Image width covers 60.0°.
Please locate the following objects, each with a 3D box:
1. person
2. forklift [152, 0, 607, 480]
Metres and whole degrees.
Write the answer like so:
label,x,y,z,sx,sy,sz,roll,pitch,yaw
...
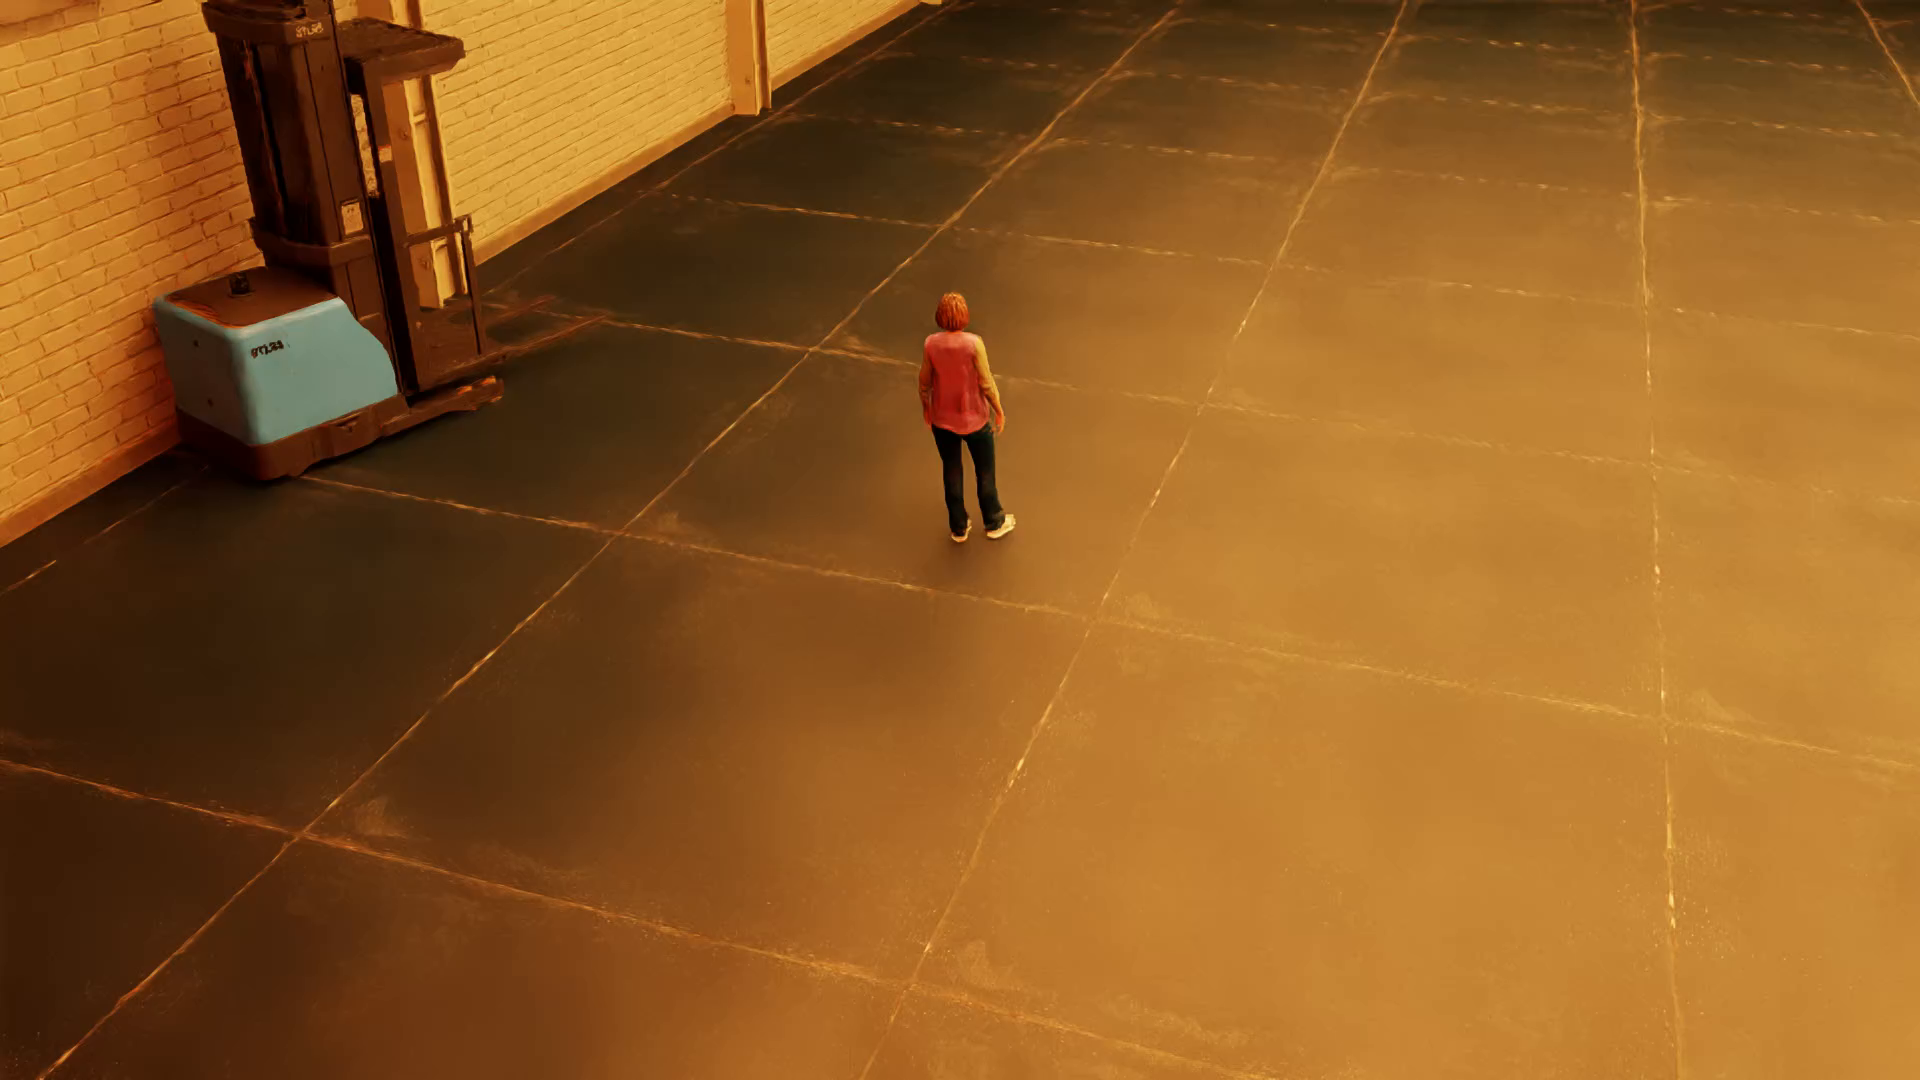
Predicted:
label,x,y,z,sx,sy,sz,roll,pitch,yaw
person,0.037,-0.733,9.754,0.520,1.597,0.474,10,31,16
forklift,-3.893,-2.319,11.205,1.130,2.935,3.031,22,36,33
